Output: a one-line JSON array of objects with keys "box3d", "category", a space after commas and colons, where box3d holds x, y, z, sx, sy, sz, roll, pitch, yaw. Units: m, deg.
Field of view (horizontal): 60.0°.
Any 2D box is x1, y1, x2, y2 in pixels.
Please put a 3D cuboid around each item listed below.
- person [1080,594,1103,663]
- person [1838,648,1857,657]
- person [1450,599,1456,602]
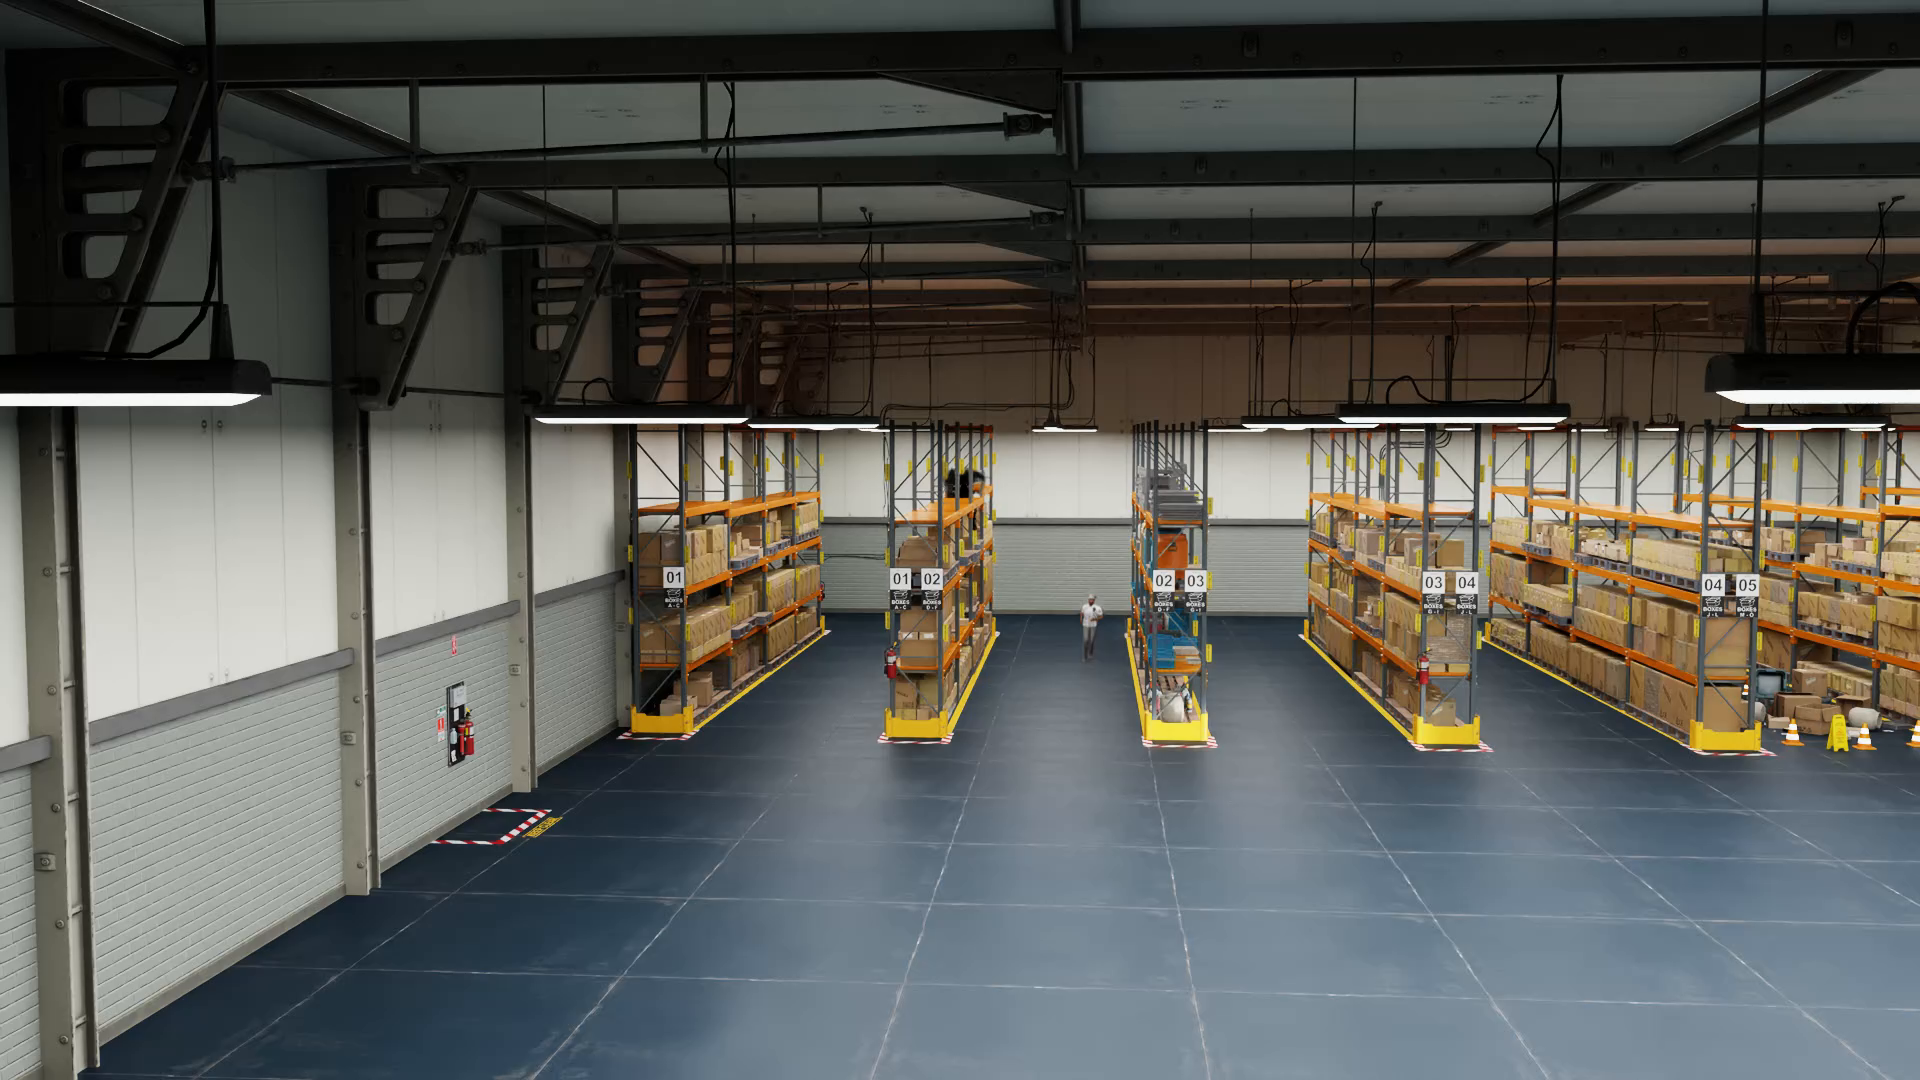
[{"box3d": [3.335, 2.225, 42.029, 0.590, 1.768, 0.708, 1, 4, 11], "category": "person"}, {"box3d": [22.490, 2.216, 42.328, 0.575, 1.637, 0.854, -1, 4, -14], "category": "person"}, {"box3d": [13.468, 2.032, 45.246, 0.631, 1.704, 0.763, 1, 4, 12], "category": "person"}]
